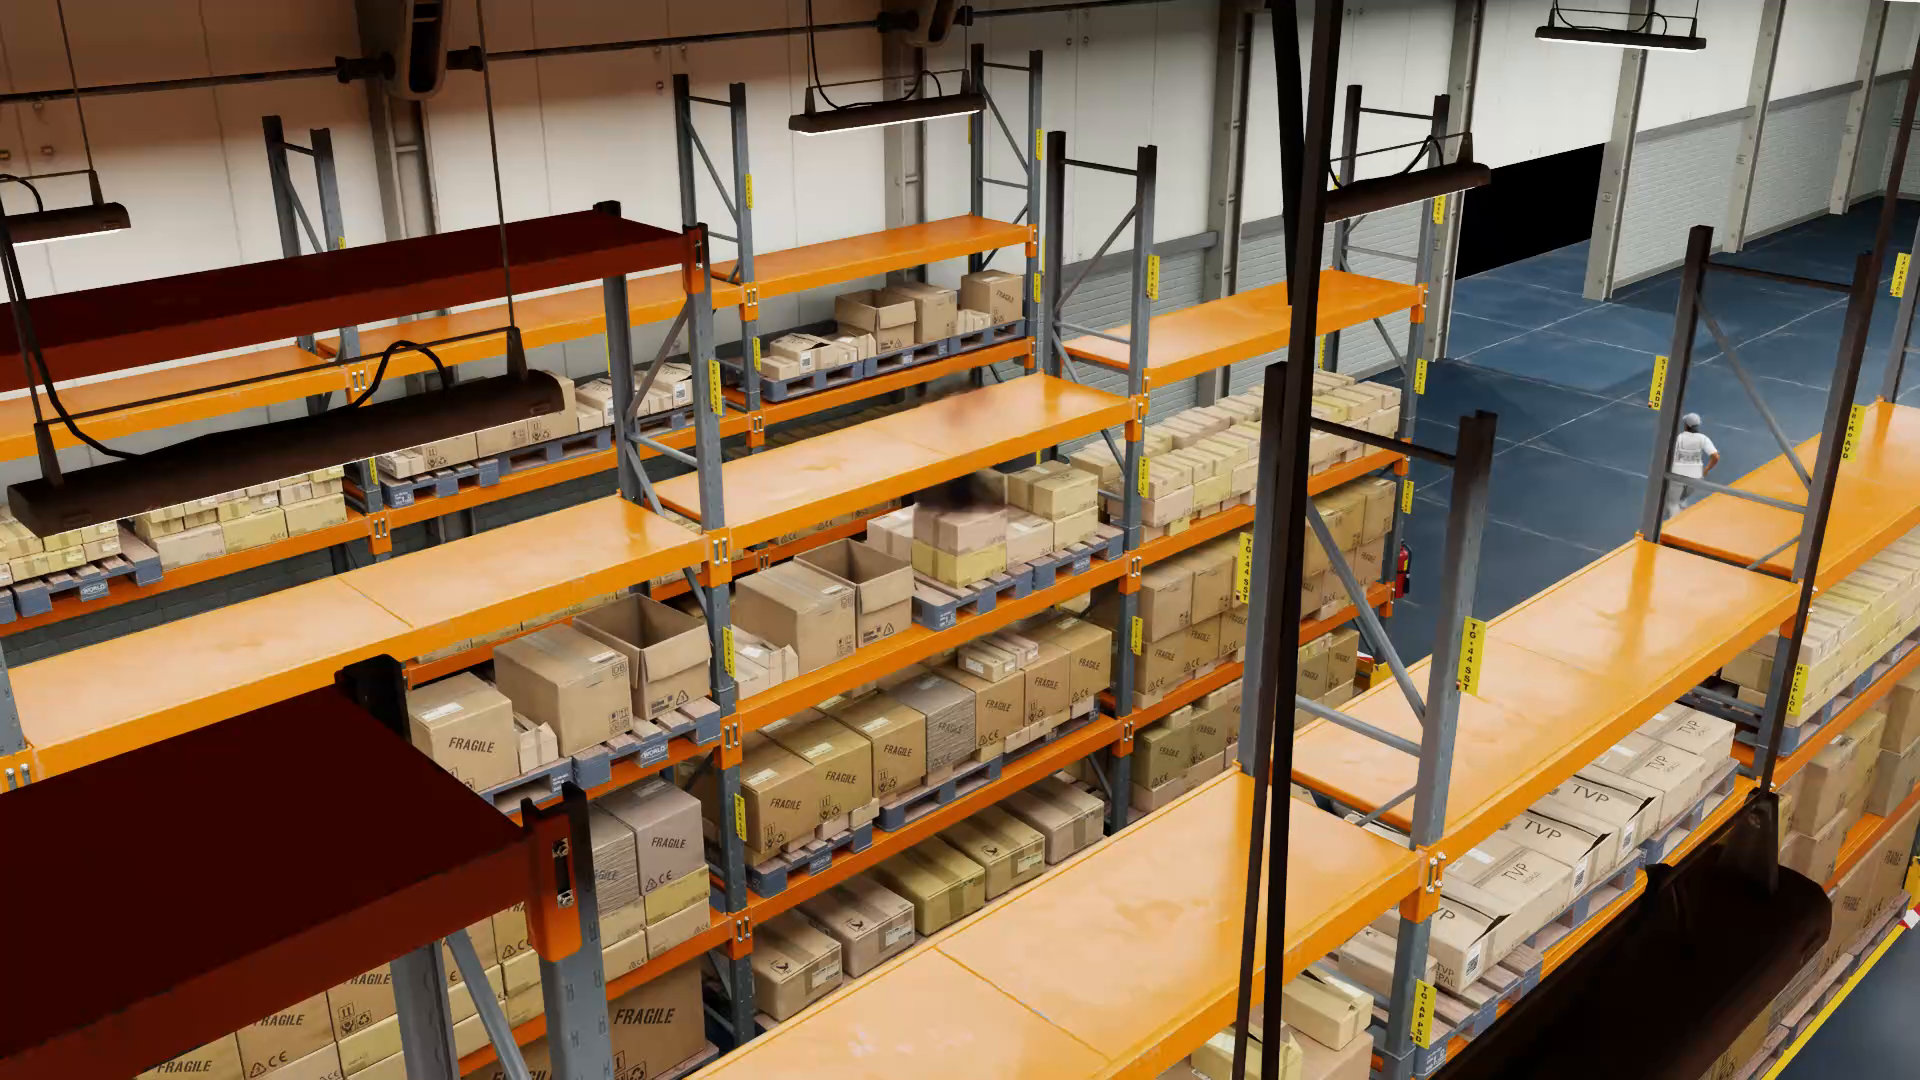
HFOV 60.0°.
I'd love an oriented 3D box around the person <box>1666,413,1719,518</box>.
[{"bbox_3d":[8.885,-0.748,20.452,0.594,1.689,0.877,-1,22,-3],"label":"person"}]
